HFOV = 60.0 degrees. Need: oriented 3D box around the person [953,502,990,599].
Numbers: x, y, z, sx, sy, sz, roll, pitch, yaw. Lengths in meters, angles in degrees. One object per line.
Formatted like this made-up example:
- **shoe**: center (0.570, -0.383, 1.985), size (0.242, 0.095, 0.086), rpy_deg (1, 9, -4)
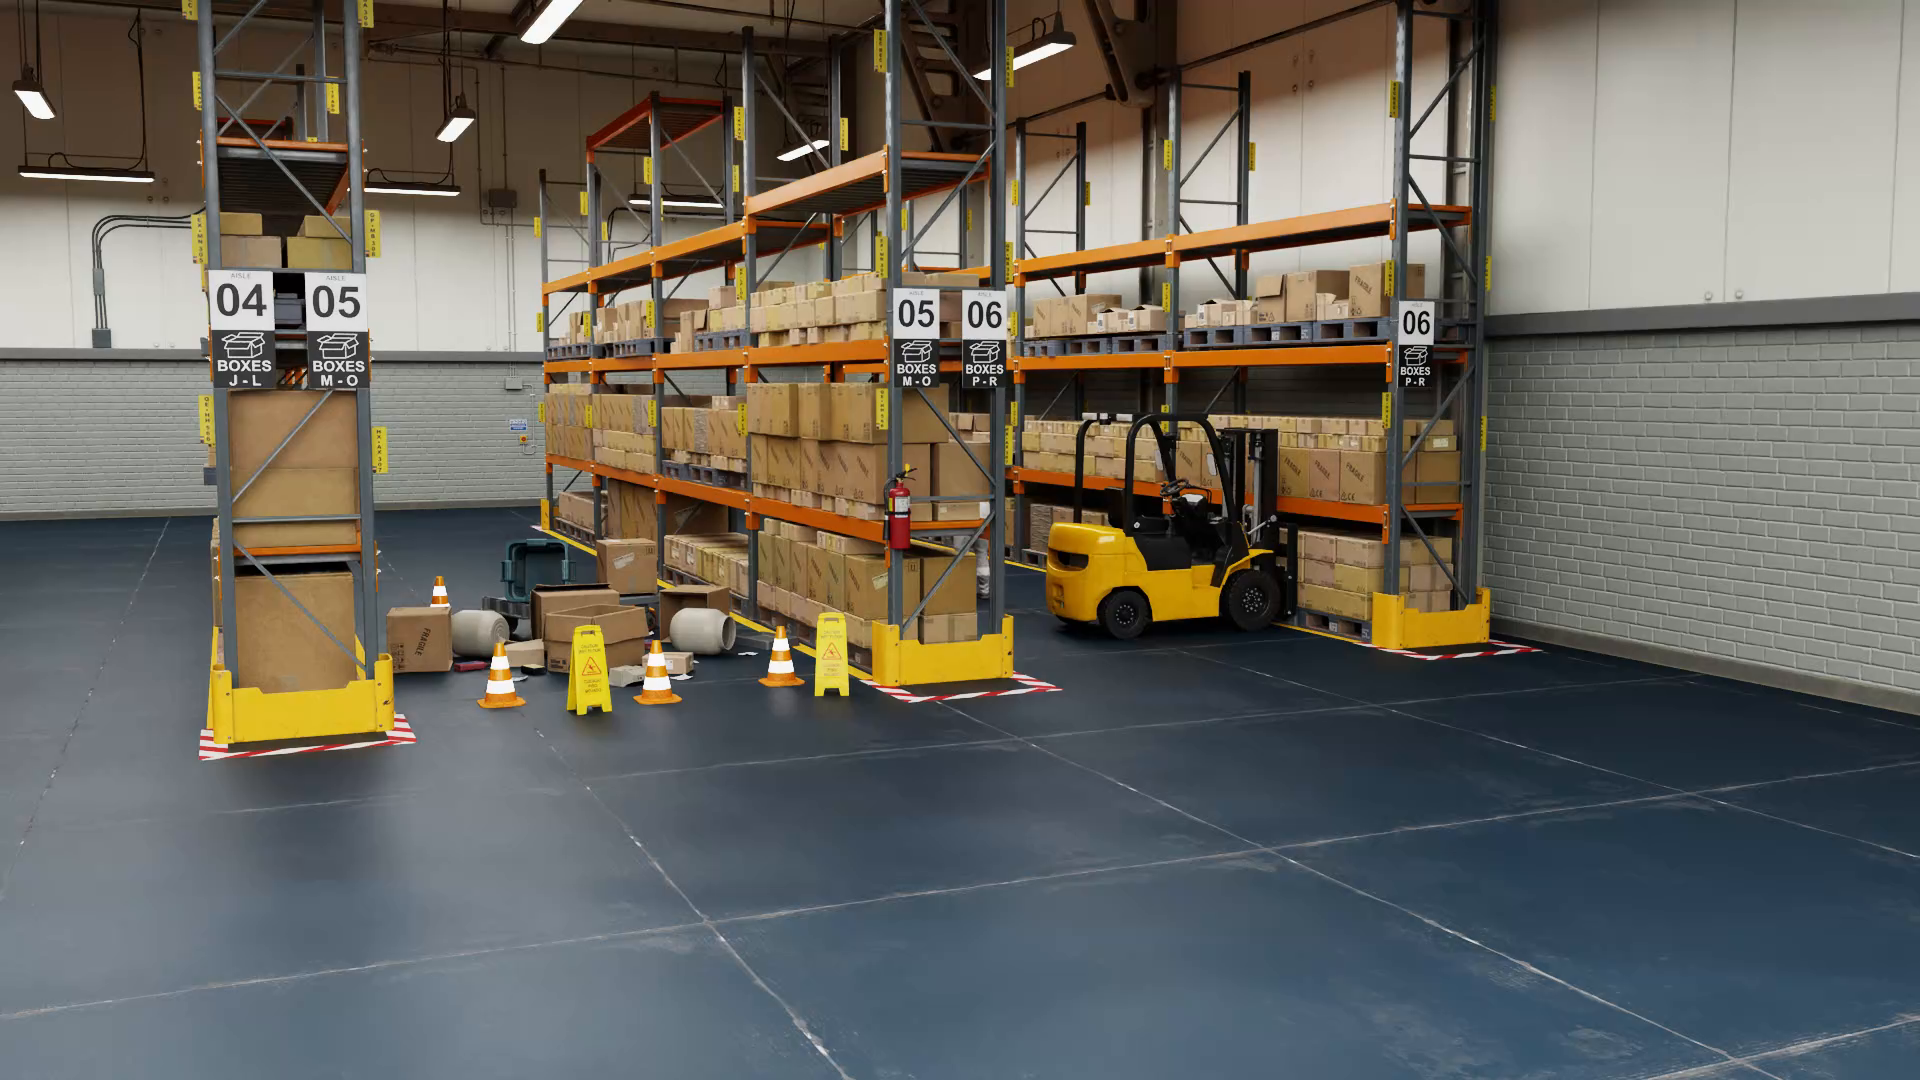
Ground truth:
- **person**: center (0.092, -0.224, 18.989), size (0.494, 1.784, 0.564), rpy_deg (-2, 6, -23)
